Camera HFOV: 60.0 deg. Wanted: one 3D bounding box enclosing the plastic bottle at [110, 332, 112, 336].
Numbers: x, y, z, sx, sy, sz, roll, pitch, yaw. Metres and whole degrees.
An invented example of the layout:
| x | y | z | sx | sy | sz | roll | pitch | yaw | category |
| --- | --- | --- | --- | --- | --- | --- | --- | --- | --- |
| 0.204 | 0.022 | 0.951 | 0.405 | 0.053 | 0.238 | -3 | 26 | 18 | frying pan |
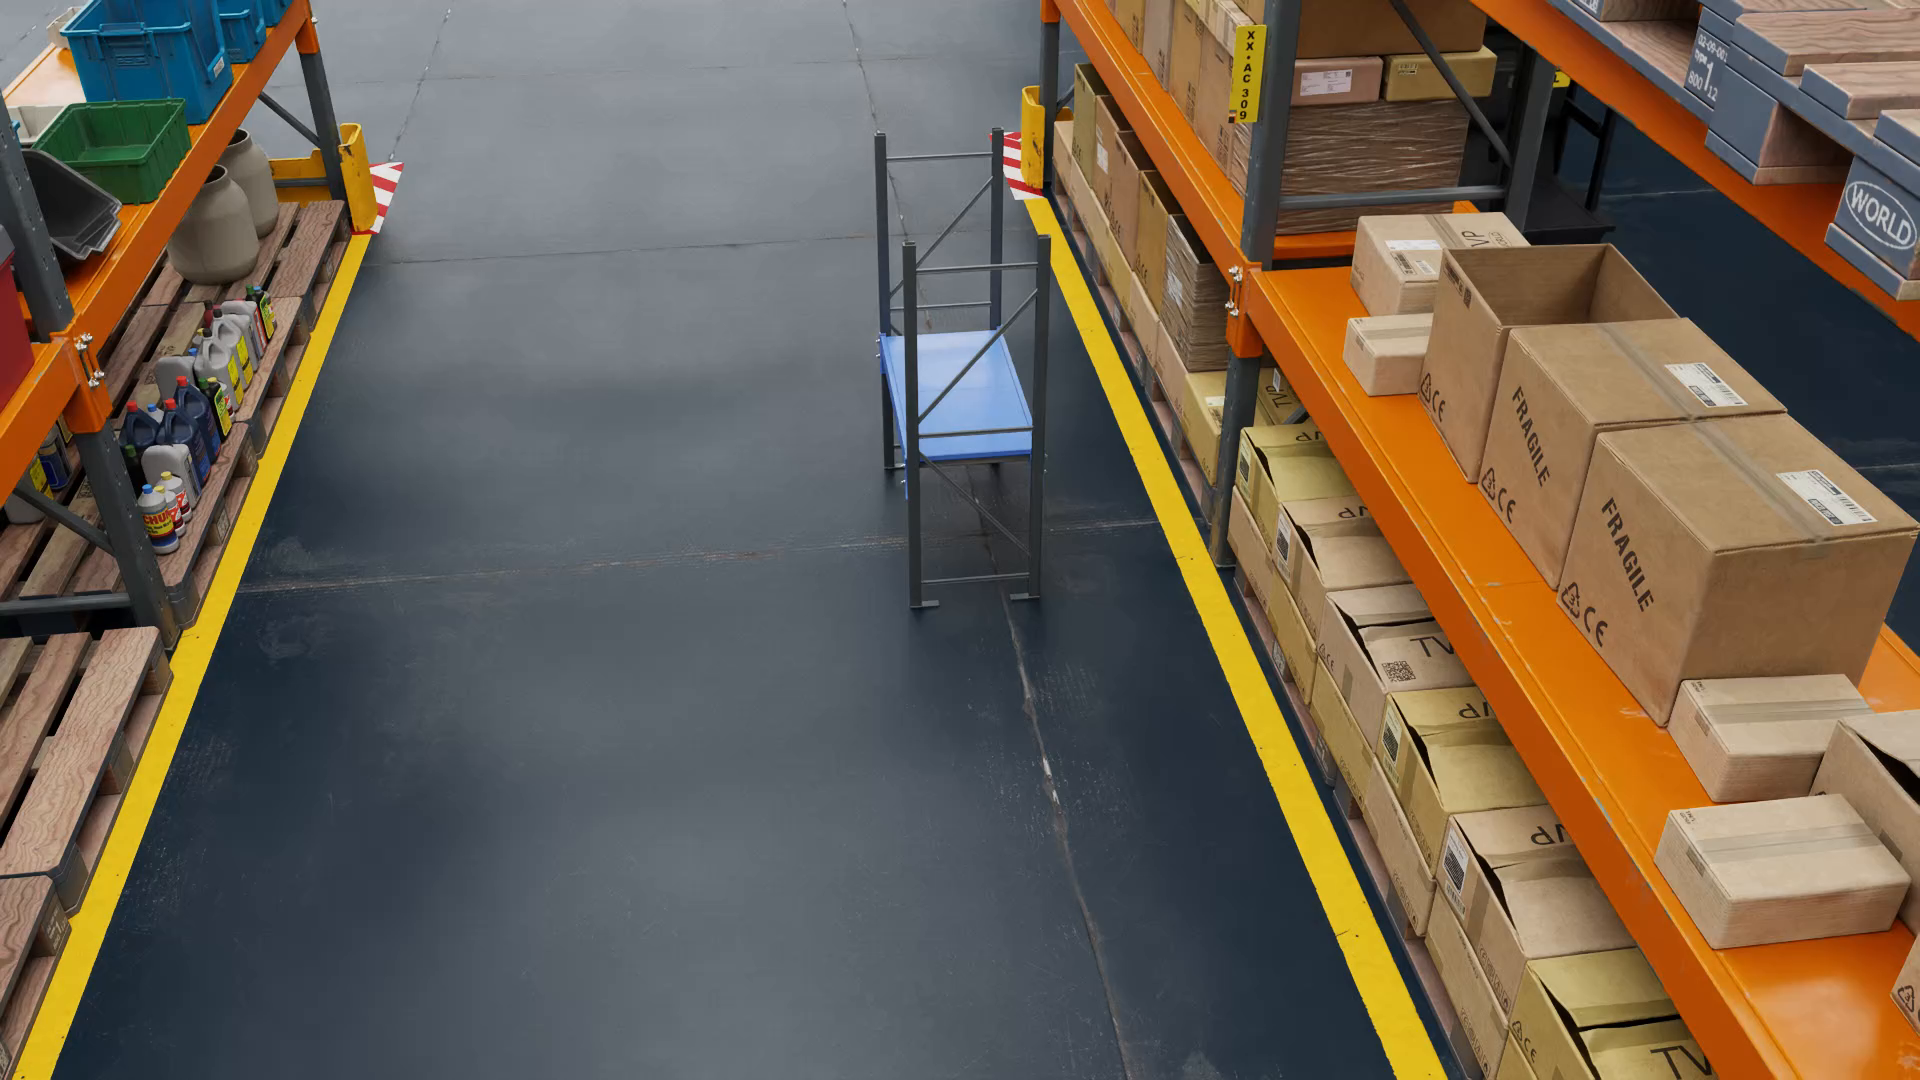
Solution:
| x | y | z | sx | sy | sz | roll | pitch | yaw | category |
| --- | --- | --- | --- | --- | --- | --- | --- | --- | --- |
| -4.012 | -1.071 | 7.691 | 0.097 | 0.271 | 0.097 | 0 | 34 | 0 | plastic bottle |

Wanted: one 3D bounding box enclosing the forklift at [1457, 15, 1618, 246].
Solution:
| x | y | z | sx | sy | sz | roll | pitch | yaw | category |
| --- | --- | --- | --- | --- | --- | --- | --- | --- | --- |
| 2.744 | -2.739 | 8.167 | 1.130 | 2.935 | 3.031 | -5 | 35 | -7 | forklift |

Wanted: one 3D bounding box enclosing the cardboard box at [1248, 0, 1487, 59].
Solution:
| x | y | z | sx | sy | sz | roll | pitch | yaw | category |
| --- | --- | --- | --- | --- | --- | --- | --- | --- | --- |
| 1.434 | -2.018 | 5.807 | 0.700 | 0.500 | 0.500 | -4 | 34 | -6 | cardboard box |

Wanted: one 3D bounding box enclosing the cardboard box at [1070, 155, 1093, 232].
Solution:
| x | y | z | sx | sy | sz | roll | pitch | yaw | category |
| --- | --- | --- | --- | --- | --- | --- | --- | --- | --- |
| 0.885 | -1.868 | 8.896 | 0.500 | 0.250 | 0.500 | -4 | 35 | -6 | cardboard box |

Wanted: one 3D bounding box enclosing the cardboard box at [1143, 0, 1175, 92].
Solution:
| x | y | z | sx | sy | sz | roll | pitch | yaw | category |
| --- | --- | --- | --- | --- | --- | --- | --- | --- | --- |
| 1.223 | -2.342 | 7.434 | 0.700 | 0.500 | 0.500 | -3 | 34 | -5 | cardboard box |

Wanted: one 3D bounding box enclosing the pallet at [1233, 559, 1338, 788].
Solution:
| x | y | z | sx | sy | sz | roll | pitch | yaw | category |
| --- | --- | --- | --- | --- | --- | --- | --- | --- | --- |
| 1.638 | 0.367 | 6.024 | 1.003 | 0.211 | 1.213 | -4 | 35 | -6 | pallet |

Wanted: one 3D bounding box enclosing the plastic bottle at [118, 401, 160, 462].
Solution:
| x | y | z | sx | sy | sz | roll | pitch | yaw | category |
| --- | --- | --- | --- | --- | --- | --- | --- | --- | --- |
| -3.249 | -0.378 | 6.603 | 0.144 | 0.351 | 0.185 | -4 | 35 | -6 | plastic bottle |

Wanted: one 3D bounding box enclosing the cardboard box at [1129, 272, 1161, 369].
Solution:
| x | y | z | sx | sy | sz | roll | pitch | yaw | category |
| --- | --- | --- | --- | --- | --- | --- | --- | --- | --- |
| 1.082 | -1.031 | 7.667 | 0.500 | 0.250 | 0.500 | -4 | 35 | -6 | cardboard box |

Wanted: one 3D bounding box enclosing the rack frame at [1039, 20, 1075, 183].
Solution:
| x | y | z | sx | sy | sz | roll | pitch | yaw | category |
| --- | --- | --- | --- | --- | --- | --- | --- | --- | --- |
| 0.962 | -3.426 | 9.113 | 1.000 | 3.000 | 0.127 | -4 | 35 | -6 | rack frame |

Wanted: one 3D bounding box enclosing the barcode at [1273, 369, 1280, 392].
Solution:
| x | y | z | sx | sy | sz | roll | pitch | yaw | category |
| --- | --- | --- | --- | --- | --- | --- | --- | --- | --- |
| 1.122 | -0.565 | 5.892 | 0.001 | 0.075 | 0.075 | -4 | 35 | -6 | barcode |

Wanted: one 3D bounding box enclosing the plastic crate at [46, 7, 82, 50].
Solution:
| x | y | z | sx | sy | sz | roll | pitch | yaw | category |
| --- | --- | --- | --- | --- | --- | --- | --- | --- | --- |
| -4.145 | -2.420 | 7.871 | 0.298 | 0.136 | 0.250 | -4 | 35 | -6 | plastic crate |

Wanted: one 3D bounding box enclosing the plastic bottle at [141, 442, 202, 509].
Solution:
| x | y | z | sx | sy | sz | roll | pitch | yaw | category |
| --- | --- | --- | --- | --- | --- | --- | --- | --- | --- |
| -3.088 | -0.266 | 6.505 | 0.152 | 0.276 | 0.135 | -3 | 34 | -5 | plastic bottle |

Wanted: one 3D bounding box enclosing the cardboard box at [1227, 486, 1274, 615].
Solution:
| x | y | z | sx | sy | sz | roll | pitch | yaw | category |
| --- | --- | --- | --- | --- | --- | --- | --- | --- | --- |
| 1.309 | 0.013 | 6.136 | 0.500 | 0.250 | 0.500 | -5 | 35 | -8 | cardboard box |

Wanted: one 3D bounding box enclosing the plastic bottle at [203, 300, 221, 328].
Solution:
| x | y | z | sx | sy | sz | roll | pitch | yaw | category |
| --- | --- | --- | --- | --- | --- | --- | --- | --- | --- |
| -3.364 | -0.969 | 7.530 | 0.061 | 0.283 | 0.133 | -4 | 35 | -6 | plastic bottle |

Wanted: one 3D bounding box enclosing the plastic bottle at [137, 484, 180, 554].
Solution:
| x | y | z | sx | sy | sz | roll | pitch | yaw | category |
| --- | --- | --- | --- | --- | --- | --- | --- | --- | --- |
| -3.017 | -0.086 | 6.244 | 0.097 | 0.271 | 0.097 | 0 | 34 | 0 | plastic bottle |

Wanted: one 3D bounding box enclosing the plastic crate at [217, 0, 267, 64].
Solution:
| x | y | z | sx | sy | sz | roll | pitch | yaw | category |
| --- | --- | --- | --- | --- | --- | --- | --- | --- | --- |
| -3.501 | -2.372 | 7.698 | 0.499 | 0.251 | 0.408 | -4 | 35 | -6 | plastic crate |

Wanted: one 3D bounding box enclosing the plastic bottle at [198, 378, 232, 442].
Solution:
| x | y | z | sx | sy | sz | roll | pitch | yaw | category |
| --- | --- | --- | --- | --- | --- | --- | --- | --- | --- |
| -3.112 | -0.562 | 6.933 | 0.061 | 0.283 | 0.133 | -3 | 34 | -4 | plastic bottle |

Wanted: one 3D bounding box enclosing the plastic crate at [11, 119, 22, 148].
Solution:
| x | y | z | sx | sy | sz | roll | pitch | yaw | category |
| --- | --- | --- | --- | --- | --- | --- | --- | --- | --- |
| -3.826 | -1.356 | 6.208 | 0.499 | 0.251 | 0.616 | -4 | 35 | -6 | plastic crate |

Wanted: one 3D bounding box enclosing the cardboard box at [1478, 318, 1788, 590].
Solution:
| x | y | z | sx | sy | sz | roll | pitch | yaw | category |
| --- | --- | --- | --- | --- | --- | --- | --- | --- | --- |
| 1.726 | -0.231 | 4.337 | 0.500 | 0.500 | 0.500 | -4 | 35 | -6 | cardboard box |

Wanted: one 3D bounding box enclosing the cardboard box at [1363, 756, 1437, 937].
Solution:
| x | y | z | sx | sy | sz | roll | pitch | yaw | category |
| --- | --- | --- | --- | --- | --- | --- | --- | --- | --- |
| 1.516 | 0.871 | 4.877 | 0.500 | 0.250 | 0.500 | -4 | 34 | -5 | cardboard box |

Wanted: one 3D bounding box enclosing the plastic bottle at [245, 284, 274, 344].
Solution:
| x | y | z | sx | sy | sz | roll | pitch | yaw | category |
| --- | --- | --- | --- | --- | --- | --- | --- | --- | --- |
| -3.231 | -1.056 | 7.658 | 0.061 | 0.283 | 0.133 | -4 | 34 | -5 | plastic bottle |

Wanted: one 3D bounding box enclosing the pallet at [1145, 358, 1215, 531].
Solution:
| x | y | z | sx | sy | sz | roll | pitch | yaw | category |
| --- | --- | --- | --- | --- | --- | --- | --- | --- | --- |
| 1.435 | -0.488 | 7.279 | 1.003 | 0.211 | 1.213 | -4 | 35 | -6 | pallet |

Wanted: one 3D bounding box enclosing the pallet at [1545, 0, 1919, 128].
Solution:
| x | y | z | sx | sy | sz | roll | pitch | yaw | category |
| --- | --- | --- | --- | --- | --- | --- | --- | --- | --- |
| 1.705 | -1.119 | 3.232 | 1.003 | 0.211 | 1.213 | -3 | 34 | -4 | pallet |

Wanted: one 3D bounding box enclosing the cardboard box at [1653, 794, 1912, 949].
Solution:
| x | y | z | sx | sy | sz | roll | pitch | yaw | category |
| --- | --- | --- | --- | --- | --- | --- | --- | --- | --- |
| 1.643 | 0.662 | 3.339 | 0.380 | 0.149 | 0.250 | -4 | 35 | -6 | cardboard box |

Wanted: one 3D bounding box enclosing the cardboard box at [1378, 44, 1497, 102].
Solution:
| x | y | z | sx | sy | sz | roll | pitch | yaw | category |
| --- | --- | --- | --- | --- | --- | --- | --- | --- | --- |
| 1.656 | -1.667 | 5.868 | 0.380 | 0.149 | 0.250 | -4 | 35 | -6 | cardboard box |

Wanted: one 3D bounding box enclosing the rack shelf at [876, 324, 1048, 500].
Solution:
| x | y | z | sx | sy | sz | roll | pitch | yaw | category |
| --- | --- | --- | --- | --- | --- | --- | --- | --- | --- |
| -0.011 | -0.519 | 6.499 | 0.538 | 0.185 | 1.000 | -4 | 35 | -6 | rack shelf |

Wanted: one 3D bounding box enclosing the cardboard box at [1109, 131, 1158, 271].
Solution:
| x | y | z | sx | sy | sz | roll | pitch | yaw | category |
| --- | --- | --- | --- | --- | --- | --- | --- | --- | --- |
| 1.013 | -1.619 | 7.865 | 0.500 | 0.500 | 0.500 | -4 | 35 | -6 | cardboard box |

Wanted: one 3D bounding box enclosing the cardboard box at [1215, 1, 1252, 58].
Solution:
| x | y | z | sx | sy | sz | roll | pitch | yaw | category |
| --- | --- | --- | --- | --- | --- | --- | --- | --- | --- |
| 1.182 | -1.922 | 6.242 | 0.380 | 0.149 | 0.250 | -5 | 35 | -8 | cardboard box |

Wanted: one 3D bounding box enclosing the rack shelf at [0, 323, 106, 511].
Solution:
| x | y | z | sx | sy | sz | roll | pitch | yaw | category |
| --- | --- | --- | --- | --- | --- | --- | --- | --- | --- |
| -3.140 | 0.593 | 3.855 | 1.077 | 0.370 | 4.000 | -4 | 35 | -6 | rack shelf |

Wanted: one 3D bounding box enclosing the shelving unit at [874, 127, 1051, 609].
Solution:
| x | y | z | sx | sy | sz | roll | pitch | yaw | category |
| --- | --- | --- | --- | --- | --- | --- | --- | --- | --- |
| -0.011 | -0.667 | 6.397 | 0.538 | 1.500 | 1.048 | -4 | 35 | -6 | shelving unit |

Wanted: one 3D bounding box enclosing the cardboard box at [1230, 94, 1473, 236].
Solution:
| x | y | z | sx | sy | sz | roll | pitch | yaw | category |
| --- | --- | --- | --- | --- | --- | --- | --- | --- | --- |
| 1.434 | -1.482 | 6.172 | 0.700 | 0.500 | 0.500 | -5 | 35 | -8 | cardboard box |

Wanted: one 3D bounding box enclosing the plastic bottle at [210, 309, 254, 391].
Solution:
| x | y | z | sx | sy | sz | roll | pitch | yaw | category |
| --- | --- | --- | --- | --- | --- | --- | --- | --- | --- |
| -3.214 | -0.836 | 7.274 | 0.144 | 0.351 | 0.185 | -3 | 34 | -4 | plastic bottle |

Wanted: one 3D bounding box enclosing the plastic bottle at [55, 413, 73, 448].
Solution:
| x | y | z | sx | sy | sz | roll | pitch | yaw | category |
| --- | --- | --- | --- | --- | --- | --- | --- | --- | --- |
| -3.752 | -0.527 | 6.881 | 0.061 | 0.283 | 0.133 | -4 | 35 | -6 | plastic bottle |

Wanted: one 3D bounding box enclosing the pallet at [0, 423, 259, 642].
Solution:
| x | y | z | sx | sy | sz | roll | pitch | yaw | category |
| --- | --- | --- | --- | --- | --- | --- | --- | --- | --- |
| -3.458 | -0.046 | 6.630 | 1.003 | 0.211 | 1.213 | -4 | 35 | -6 | pallet |

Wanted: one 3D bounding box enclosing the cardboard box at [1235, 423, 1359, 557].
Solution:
| x | y | z | sx | sy | sz | roll | pitch | yaw | category |
| --- | --- | --- | --- | --- | --- | --- | --- | --- | --- |
| 1.309 | -0.213 | 5.970 | 0.500 | 0.311 | 0.500 | -4 | 35 | -6 | cardboard box |

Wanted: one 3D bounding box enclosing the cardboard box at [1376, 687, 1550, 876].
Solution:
| x | y | z | sx | sy | sz | roll | pitch | yaw | category |
| --- | --- | --- | --- | --- | --- | --- | --- | --- | --- |
| 1.517 | 0.645 | 4.711 | 0.500 | 0.311 | 0.500 | -3 | 34 | -5 | cardboard box |

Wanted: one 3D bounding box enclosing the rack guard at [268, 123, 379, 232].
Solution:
| x | y | z | sx | sy | sz | roll | pitch | yaw | category |
| --- | --- | --- | --- | --- | --- | --- | --- | --- | --- |
| -3.890 | -1.981 | 9.212 | 1.175 | 0.500 | 0.348 | -4 | 35 | -6 | rack guard |

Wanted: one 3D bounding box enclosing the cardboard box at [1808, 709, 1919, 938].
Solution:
| x | y | z | sx | sy | sz | roll | pitch | yaw | category |
| --- | --- | --- | --- | --- | --- | --- | --- | --- | --- |
| 2.110 | 0.562 | 3.341 | 0.500 | 0.311 | 0.500 | -5 | 35 | -7 | cardboard box |

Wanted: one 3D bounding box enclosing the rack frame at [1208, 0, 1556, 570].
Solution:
| x | y | z | sx | sy | sz | roll | pitch | yaw | category |
| --- | --- | --- | --- | --- | --- | --- | --- | --- | --- |
| 1.500 | -1.193 | 5.838 | 1.000 | 3.000 | 0.127 | -4 | 35 | -6 | rack frame |

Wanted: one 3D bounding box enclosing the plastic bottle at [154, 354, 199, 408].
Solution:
| x | y | z | sx | sy | sz | roll | pitch | yaw | category |
| --- | --- | --- | --- | --- | --- | --- | --- | --- | --- |
| -3.332 | -0.676 | 7.106 | 0.152 | 0.276 | 0.135 | -4 | 35 | -6 | plastic bottle |
